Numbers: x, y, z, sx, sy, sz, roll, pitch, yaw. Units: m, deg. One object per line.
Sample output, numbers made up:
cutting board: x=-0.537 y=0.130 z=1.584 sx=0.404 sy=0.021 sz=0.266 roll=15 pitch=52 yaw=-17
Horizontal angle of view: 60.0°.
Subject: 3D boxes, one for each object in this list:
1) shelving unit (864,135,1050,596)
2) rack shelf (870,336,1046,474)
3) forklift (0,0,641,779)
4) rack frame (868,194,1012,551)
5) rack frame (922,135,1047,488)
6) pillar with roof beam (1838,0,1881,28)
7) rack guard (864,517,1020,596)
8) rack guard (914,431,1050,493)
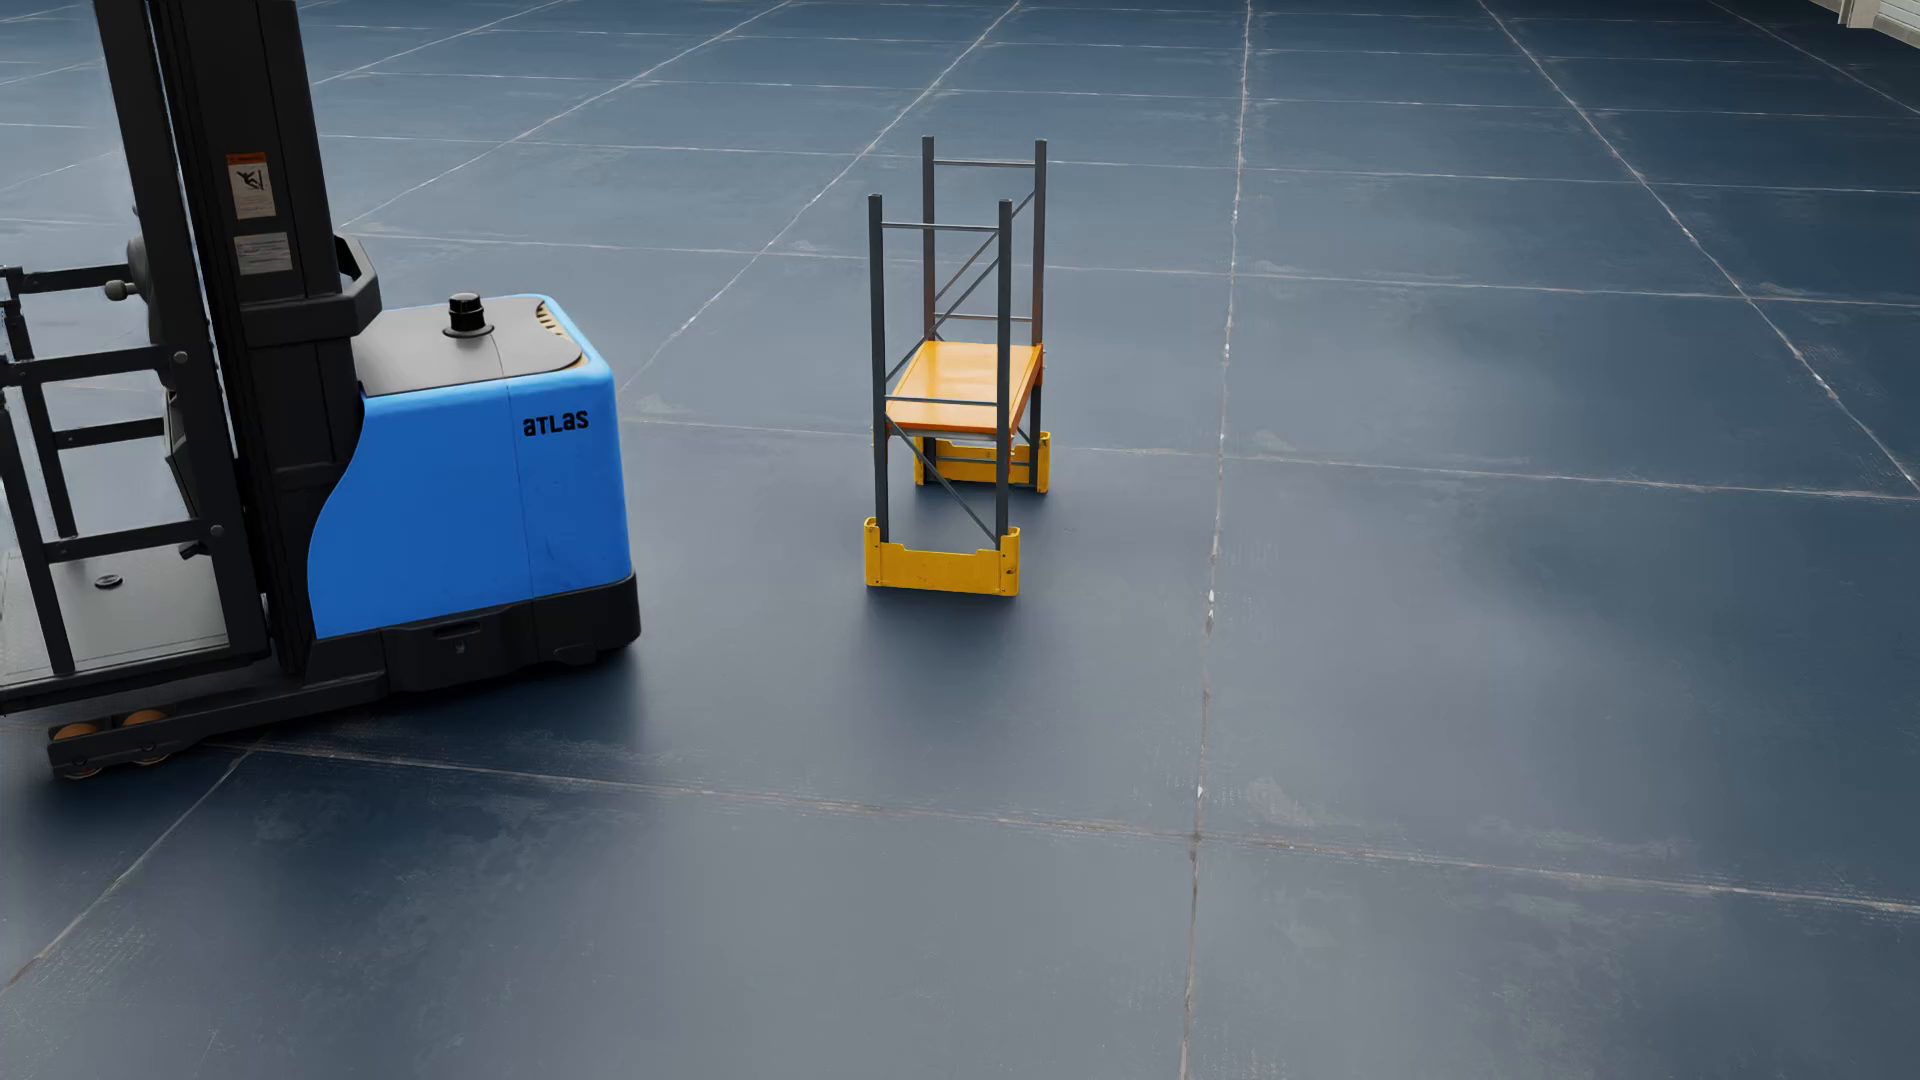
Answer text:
shelving unit: x=0.012 y=-0.711 z=6.500 sx=0.587 sy=1.500 sz=1.083 roll=4 pitch=25 yaw=9
rack shelf: x=0.014 y=-0.552 z=6.585 sx=0.538 sy=0.185 sz=1.000 roll=4 pitch=25 yaw=9
forklift: x=-2.688 y=-0.842 z=5.090 sx=3.031 sy=2.935 sz=1.130 roll=-11 pitch=27 yaw=-22
rack frame: x=-0.069 y=-0.502 z=6.054 sx=0.500 sy=1.500 sz=0.032 roll=4 pitch=25 yaw=9
rack frame: x=0.097 y=-0.928 z=6.962 sx=0.500 sy=1.500 sz=0.032 roll=4 pitch=25 yaw=9
pillar with roof beam: x=6.478 y=-10.528 z=18.628 sx=9.100 sy=9.000 sz=0.400 roll=4 pitch=25 yaw=9
rack guard: x=-0.069 y=0.063 z=6.320 sx=0.587 sy=0.250 sz=0.087 roll=4 pitch=25 yaw=9
rack guard: x=0.094 y=-0.353 z=7.210 sx=0.587 sy=0.250 sz=0.087 roll=4 pitch=25 yaw=9
